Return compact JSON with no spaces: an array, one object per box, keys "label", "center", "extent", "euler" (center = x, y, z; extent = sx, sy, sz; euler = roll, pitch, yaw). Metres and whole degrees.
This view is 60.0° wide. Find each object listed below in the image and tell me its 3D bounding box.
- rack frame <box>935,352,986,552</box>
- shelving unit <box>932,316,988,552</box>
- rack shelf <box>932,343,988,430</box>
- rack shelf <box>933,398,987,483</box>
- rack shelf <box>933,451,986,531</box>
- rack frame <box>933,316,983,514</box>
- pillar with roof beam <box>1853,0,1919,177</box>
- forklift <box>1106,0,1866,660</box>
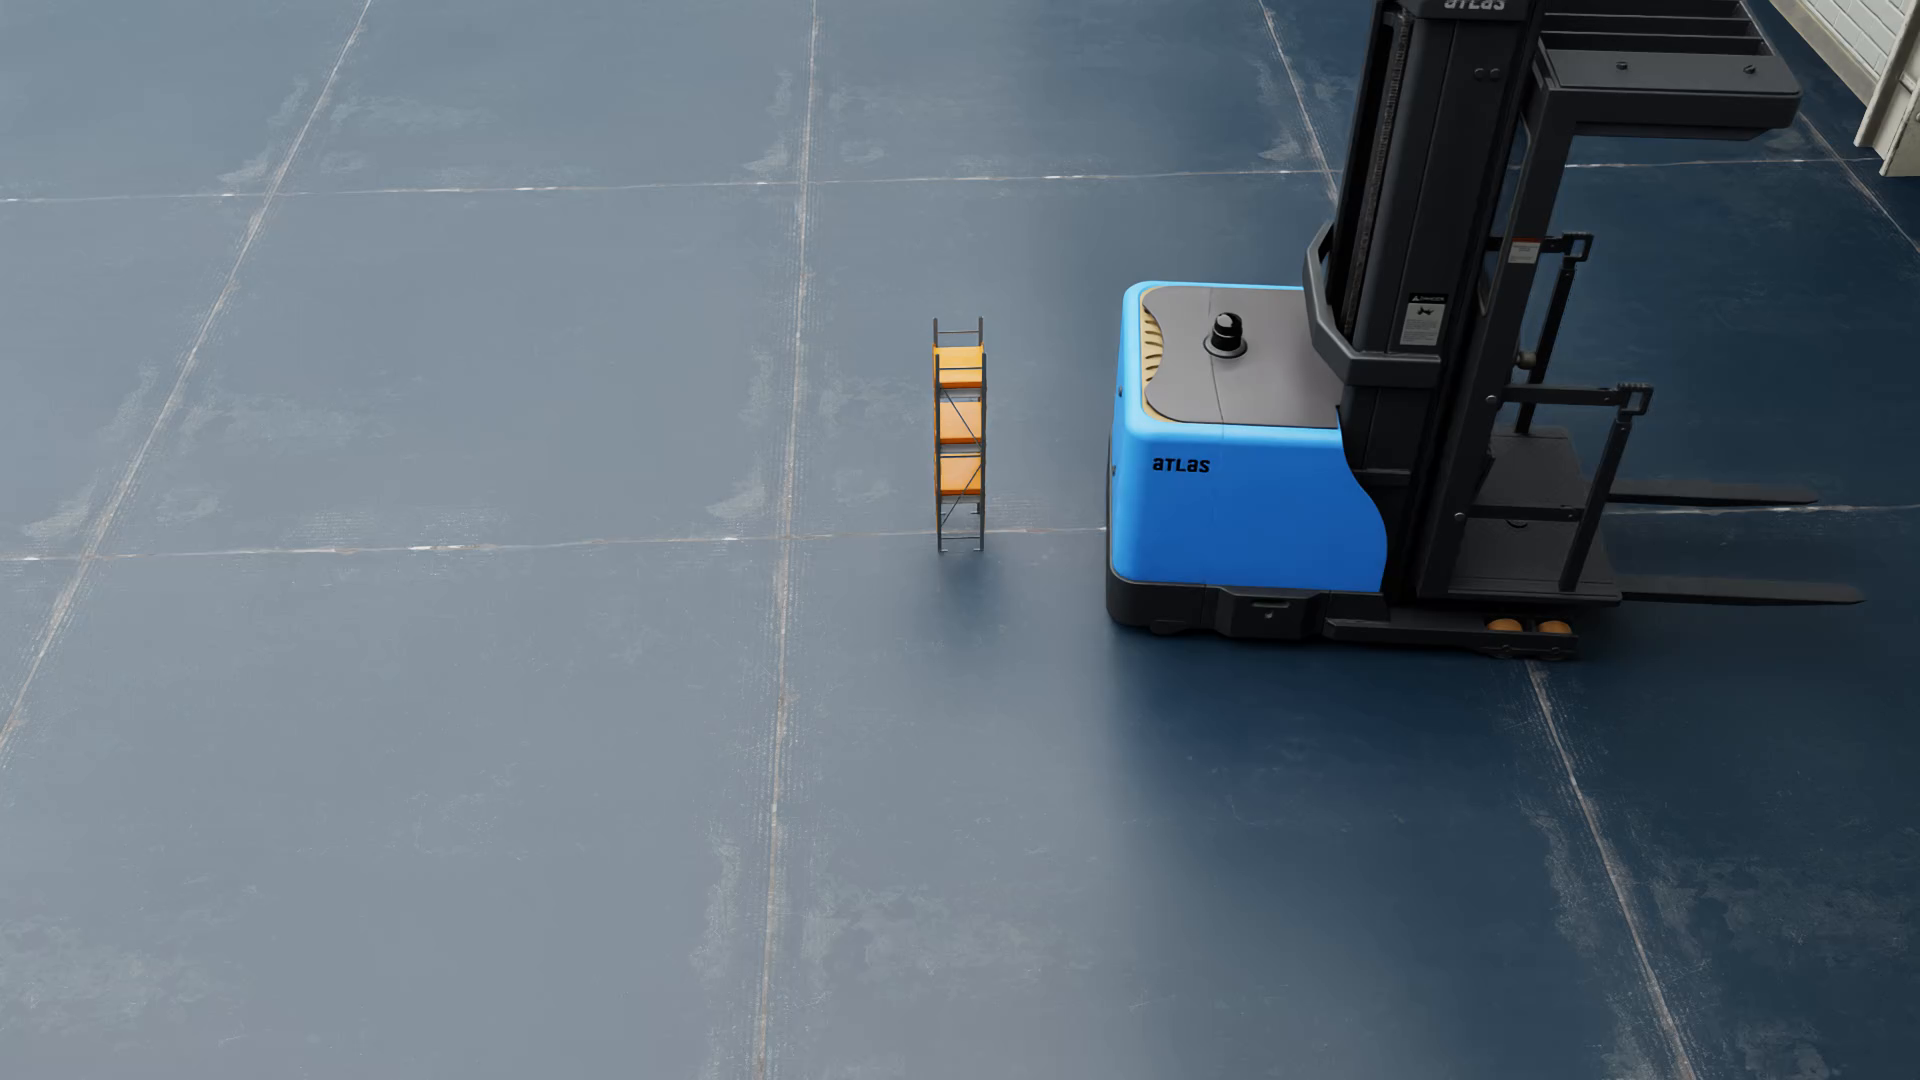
[{"label":"rack frame","center":[0.003,-0.341,6.845],"extent":[0.200,1.050,0.008],"euler":[-2,43,-2]},{"label":"shelving unit","center":[-0.002,-0.423,6.935],"extent":[0.215,1.050,0.252],"euler":[-2,43,-2]},{"label":"rack shelf","center":[-0.002,-0.625,6.750],"extent":[0.215,0.259,0.240],"euler":[-2,43,-2]},{"label":"rack shelf","center":[-0.002,-0.415,6.942],"extent":[0.215,0.259,0.240],"euler":[-2,43,-2]},{"label":"rack shelf","center":[-0.002,-0.210,7.130],"extent":[0.215,0.259,0.240],"euler":[-2,43,-2]},{"label":"rack frame","center":[-0.007,-0.506,7.025],"extent":[0.200,1.050,0.008],"euler":[-2,43,-2]},{"label":"pillar with roof beam","center":[1.130,-5.413,6.495],"extent":[9.100,9.000,0.400],"euler":[-2,43,-2]},{"label":"forklift","center":[2.141,-0.968,6.137],"extent":[3.031,2.935,1.130],"euler":[3,43,3]}]
